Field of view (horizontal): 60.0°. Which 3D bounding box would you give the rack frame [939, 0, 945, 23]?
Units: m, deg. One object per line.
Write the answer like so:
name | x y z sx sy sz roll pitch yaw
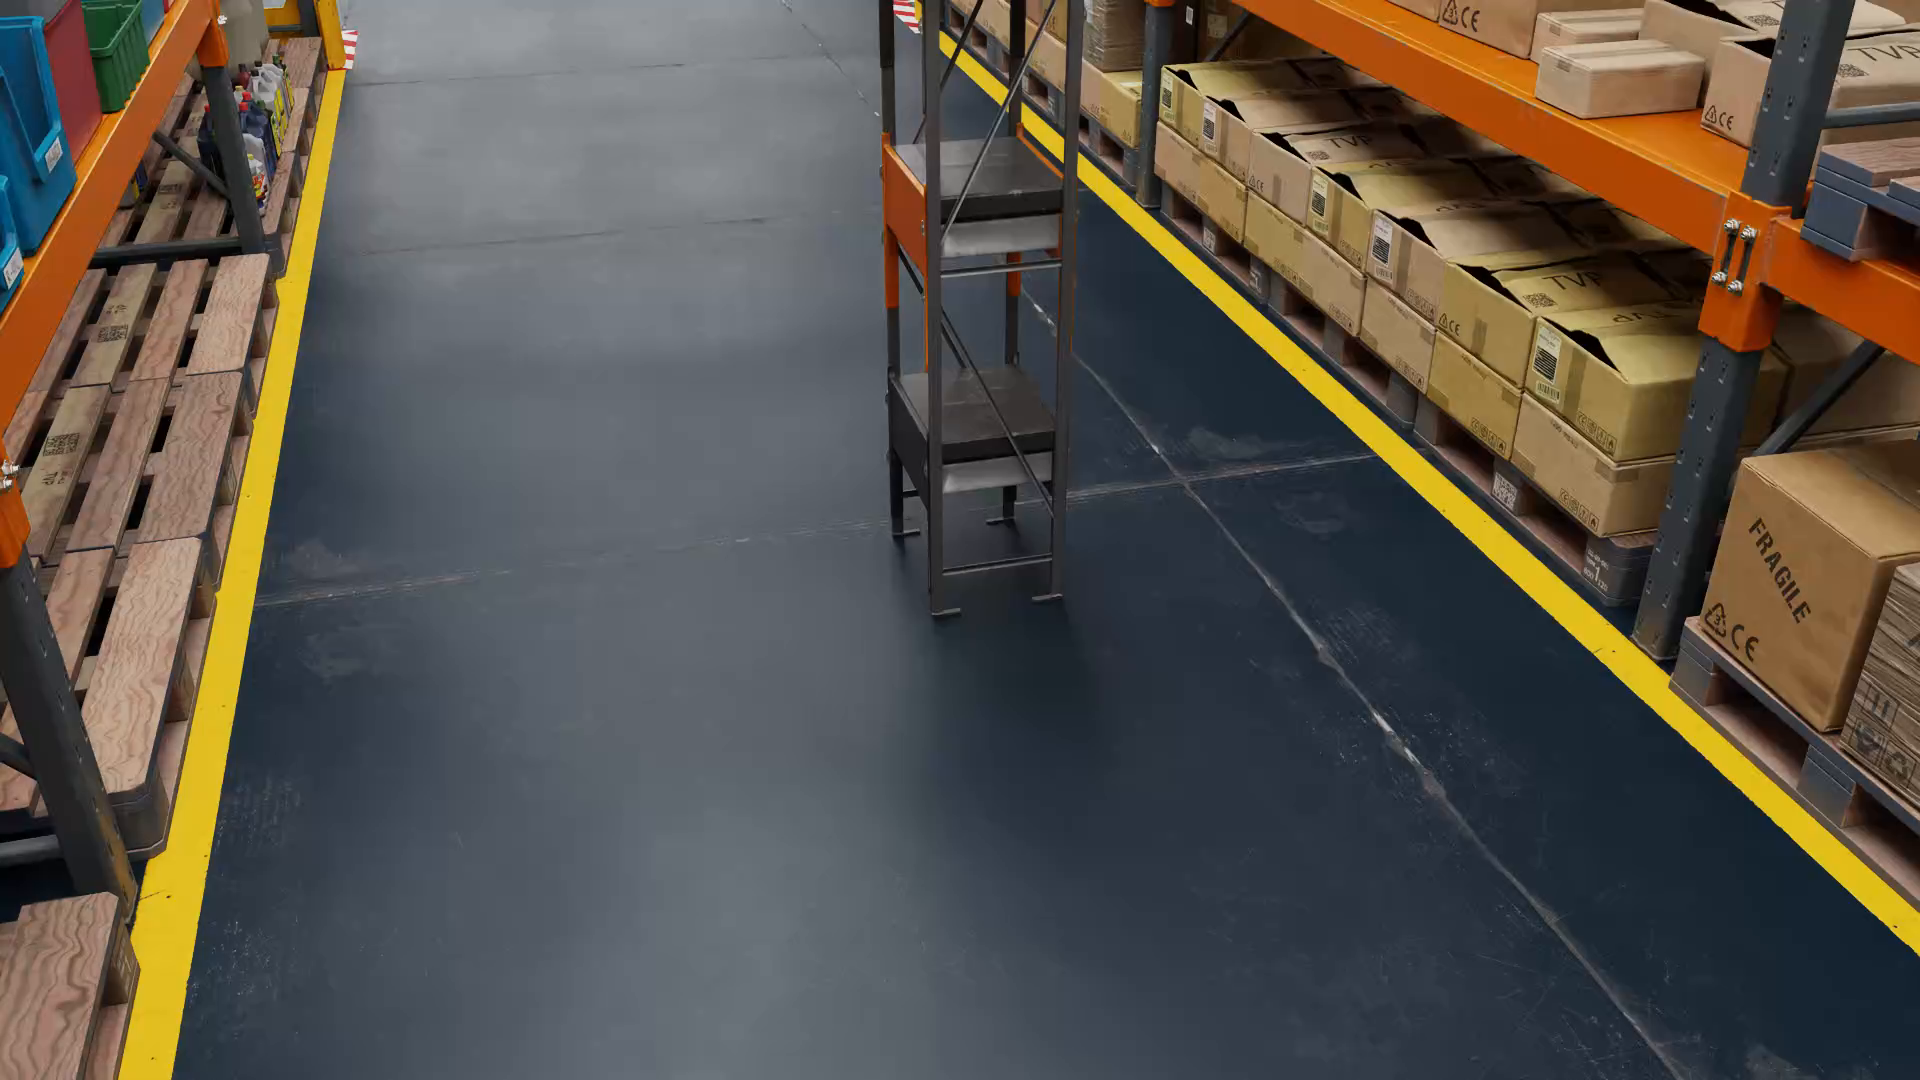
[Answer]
rack frame | 0.289 -4.911 10.740 1.000 3.000 0.127 -8 31 -13

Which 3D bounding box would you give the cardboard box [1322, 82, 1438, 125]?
cardboard box | 1.879 -1.806 7.141 0.500 0.311 0.500 -7 31 -12

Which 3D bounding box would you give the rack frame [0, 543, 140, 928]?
rack frame | -2.364 -0.390 2.930 1.000 3.000 0.127 -8 31 -13

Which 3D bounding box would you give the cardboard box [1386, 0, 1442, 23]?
cardboard box | 1.812 -2.153 5.875 0.500 0.500 0.500 -8 31 -13

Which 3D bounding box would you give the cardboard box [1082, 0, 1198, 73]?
cardboard box | 0.895 -2.733 8.555 0.500 0.500 0.500 -8 31 -13

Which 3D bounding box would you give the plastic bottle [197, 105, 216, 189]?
plastic bottle | -3.379 -1.792 7.557 0.144 0.351 0.185 -8 31 -13

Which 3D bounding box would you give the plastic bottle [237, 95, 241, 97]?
plastic bottle | -3.557 -2.096 8.231 0.097 0.201 0.097 0 30 0

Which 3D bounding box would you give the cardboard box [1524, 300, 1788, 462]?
cardboard box | 2.036 -0.502 4.889 0.500 0.311 0.500 -7 31 -12

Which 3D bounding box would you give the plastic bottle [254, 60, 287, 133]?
plastic bottle | -3.452 -2.198 8.258 0.144 0.351 0.185 -7 31 -11

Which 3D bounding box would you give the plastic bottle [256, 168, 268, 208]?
plastic bottle | -3.115 -1.563 7.310 0.097 0.201 0.097 0 30 0

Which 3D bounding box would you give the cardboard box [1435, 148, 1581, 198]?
cardboard box | 2.139 -1.321 6.304 0.500 0.311 0.500 -8 31 -14

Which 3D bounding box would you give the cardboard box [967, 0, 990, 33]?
cardboard box | 0.353 -3.373 10.409 0.500 0.250 0.500 -8 31 -13

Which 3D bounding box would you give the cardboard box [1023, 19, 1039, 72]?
cardboard box | 0.613 -2.889 9.573 0.500 0.250 0.500 -8 31 -13

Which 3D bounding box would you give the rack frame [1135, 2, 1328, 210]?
rack frame | 1.351 -2.979 7.403 1.000 3.000 0.127 -8 31 -13

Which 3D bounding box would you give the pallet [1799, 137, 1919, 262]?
pallet | 2.660 -0.646 3.563 1.213 0.211 1.003 -8 31 -13

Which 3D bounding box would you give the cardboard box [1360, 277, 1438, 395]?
cardboard box | 1.767 -0.752 5.881 0.500 0.250 0.500 -7 31 -12

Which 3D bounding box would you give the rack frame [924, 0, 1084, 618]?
rack frame | 0.109 -0.711 4.382 0.400 2.100 0.015 -8 31 -13

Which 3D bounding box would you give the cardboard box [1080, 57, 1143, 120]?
cardboard box | 0.894 -2.409 8.742 0.500 0.250 0.500 -8 31 -13

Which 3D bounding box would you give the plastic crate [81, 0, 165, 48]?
plastic crate | -2.833 -1.824 5.423 0.392 0.384 0.575 -8 31 -13

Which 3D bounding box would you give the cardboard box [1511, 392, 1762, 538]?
cardboard box | 2.038 -0.261 5.031 0.500 0.250 0.500 -7 31 -12

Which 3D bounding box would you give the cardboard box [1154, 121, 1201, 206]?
cardboard box | 1.219 -1.743 7.593 0.500 0.250 0.500 -9 31 -14

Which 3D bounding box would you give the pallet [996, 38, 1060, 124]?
pallet | 0.853 -2.752 9.794 1.003 0.211 1.213 -8 31 -13

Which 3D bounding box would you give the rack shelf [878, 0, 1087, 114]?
rack shelf | 0.044 -1.423 4.242 0.431 0.518 0.480 -8 31 -13

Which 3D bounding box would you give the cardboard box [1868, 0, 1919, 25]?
cardboard box | 5.812 -3.244 9.917 0.500 0.500 0.500 -10 32 -17

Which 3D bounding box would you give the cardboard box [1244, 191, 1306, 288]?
cardboard box | 1.493 -1.246 6.734 0.500 0.250 0.500 -9 31 -15

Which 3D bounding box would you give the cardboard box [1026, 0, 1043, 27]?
cardboard box | 0.612 -3.214 9.385 0.500 0.500 0.500 -8 31 -13

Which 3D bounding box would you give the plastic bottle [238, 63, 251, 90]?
plastic bottle | -3.640 -2.300 8.503 0.061 0.283 0.133 -8 31 -13

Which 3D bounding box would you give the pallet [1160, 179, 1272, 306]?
pallet | 1.584 -1.422 7.495 1.003 0.211 1.213 -8 31 -13

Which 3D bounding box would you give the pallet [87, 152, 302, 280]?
pallet | -3.564 -1.445 7.536 1.003 0.211 1.213 -8 31 -13

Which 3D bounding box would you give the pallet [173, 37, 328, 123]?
pallet | -4.212 -2.624 9.572 1.003 0.211 1.213 -8 31 -13

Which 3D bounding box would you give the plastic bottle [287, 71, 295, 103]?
plastic bottle | -3.578 -2.405 8.765 0.097 0.201 0.097 0 30 0

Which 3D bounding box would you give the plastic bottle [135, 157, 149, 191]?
plastic bottle | -3.790 -1.731 7.526 0.152 0.276 0.135 -8 31 -13

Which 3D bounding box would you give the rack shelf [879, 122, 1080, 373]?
rack shelf | 0.044 -0.817 4.593 0.431 0.518 0.480 -8 31 -13

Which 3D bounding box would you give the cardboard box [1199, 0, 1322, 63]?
cardboard box | 1.529 -2.561 8.257 0.500 0.500 0.500 -8 31 -13

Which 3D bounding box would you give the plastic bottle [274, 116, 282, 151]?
plastic bottle | -3.343 -1.978 8.027 0.097 0.201 0.097 0 30 0

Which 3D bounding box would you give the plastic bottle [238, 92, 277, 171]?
plastic bottle | -3.290 -1.902 7.748 0.144 0.351 0.185 -9 31 -15

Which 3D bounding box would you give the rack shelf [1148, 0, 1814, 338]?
rack shelf | 1.882 -1.702 5.914 1.077 0.370 4.000 -8 31 -13

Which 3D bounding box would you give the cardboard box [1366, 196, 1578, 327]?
cardboard box | 1.760 -0.996 5.743 0.500 0.311 0.500 -8 31 -14

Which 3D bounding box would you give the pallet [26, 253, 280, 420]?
pallet | -3.180 -0.741 6.320 1.003 0.211 1.213 -8 31 -13

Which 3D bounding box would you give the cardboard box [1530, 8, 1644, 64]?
cardboard box | 2.020 -1.547 5.179 0.380 0.149 0.250 -6 31 -10

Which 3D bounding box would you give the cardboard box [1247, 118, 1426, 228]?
cardboard box | 1.487 -1.489 6.593 0.500 0.311 0.500 -9 31 -15

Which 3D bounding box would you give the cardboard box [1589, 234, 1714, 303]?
cardboard box | 2.409 -0.826 5.449 0.500 0.311 0.500 -9 31 -15

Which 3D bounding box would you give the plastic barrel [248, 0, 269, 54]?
plastic barrel | -4.239 -3.052 9.592 0.421 0.512 0.421 0 30 0

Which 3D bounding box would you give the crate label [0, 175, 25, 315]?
crate label | -2.115 -0.571 3.410 0.303 0.233 0.416 -8 31 -13

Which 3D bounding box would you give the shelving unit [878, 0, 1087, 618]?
shelving unit | 0.044 -0.829 4.586 0.431 2.100 0.503 -8 31 -13

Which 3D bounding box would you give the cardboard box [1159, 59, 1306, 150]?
cardboard box | 1.220 -1.981 7.444 0.500 0.311 0.500 -8 31 -13

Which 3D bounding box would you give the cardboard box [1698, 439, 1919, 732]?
cardboard box | 2.258 0.102 4.135 0.500 0.500 0.500 -7 31 -11

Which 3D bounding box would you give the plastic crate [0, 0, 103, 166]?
plastic crate | -2.498 -1.239 4.333 0.402 0.464 0.583 -8 31 -13

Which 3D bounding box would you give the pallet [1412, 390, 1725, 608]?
pallet | 2.231 -0.243 5.459 1.003 0.211 1.213 -8 31 -13

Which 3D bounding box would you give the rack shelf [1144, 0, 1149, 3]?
rack shelf | 0.820 -3.634 9.252 1.077 0.370 4.000 -8 31 -13

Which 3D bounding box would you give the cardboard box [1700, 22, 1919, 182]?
cardboard box | 2.358 -1.190 4.401 0.500 0.311 0.500 -6 31 -10

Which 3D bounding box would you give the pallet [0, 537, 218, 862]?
pallet | -2.533 0.437 4.284 1.003 0.211 1.213 -8 31 -13

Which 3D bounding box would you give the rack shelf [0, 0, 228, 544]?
rack shelf | -2.895 -1.045 4.779 1.077 0.370 4.000 -8 31 -13

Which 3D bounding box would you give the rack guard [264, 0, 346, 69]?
rack guard | -4.422 -3.142 10.179 1.175 0.500 0.348 -8 31 -13

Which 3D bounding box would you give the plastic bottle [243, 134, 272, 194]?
plastic bottle | -3.200 -1.699 7.470 0.152 0.276 0.135 -7 31 -11

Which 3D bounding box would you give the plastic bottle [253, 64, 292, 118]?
plastic bottle | -3.537 -2.312 8.529 0.152 0.276 0.135 -8 31 -13
